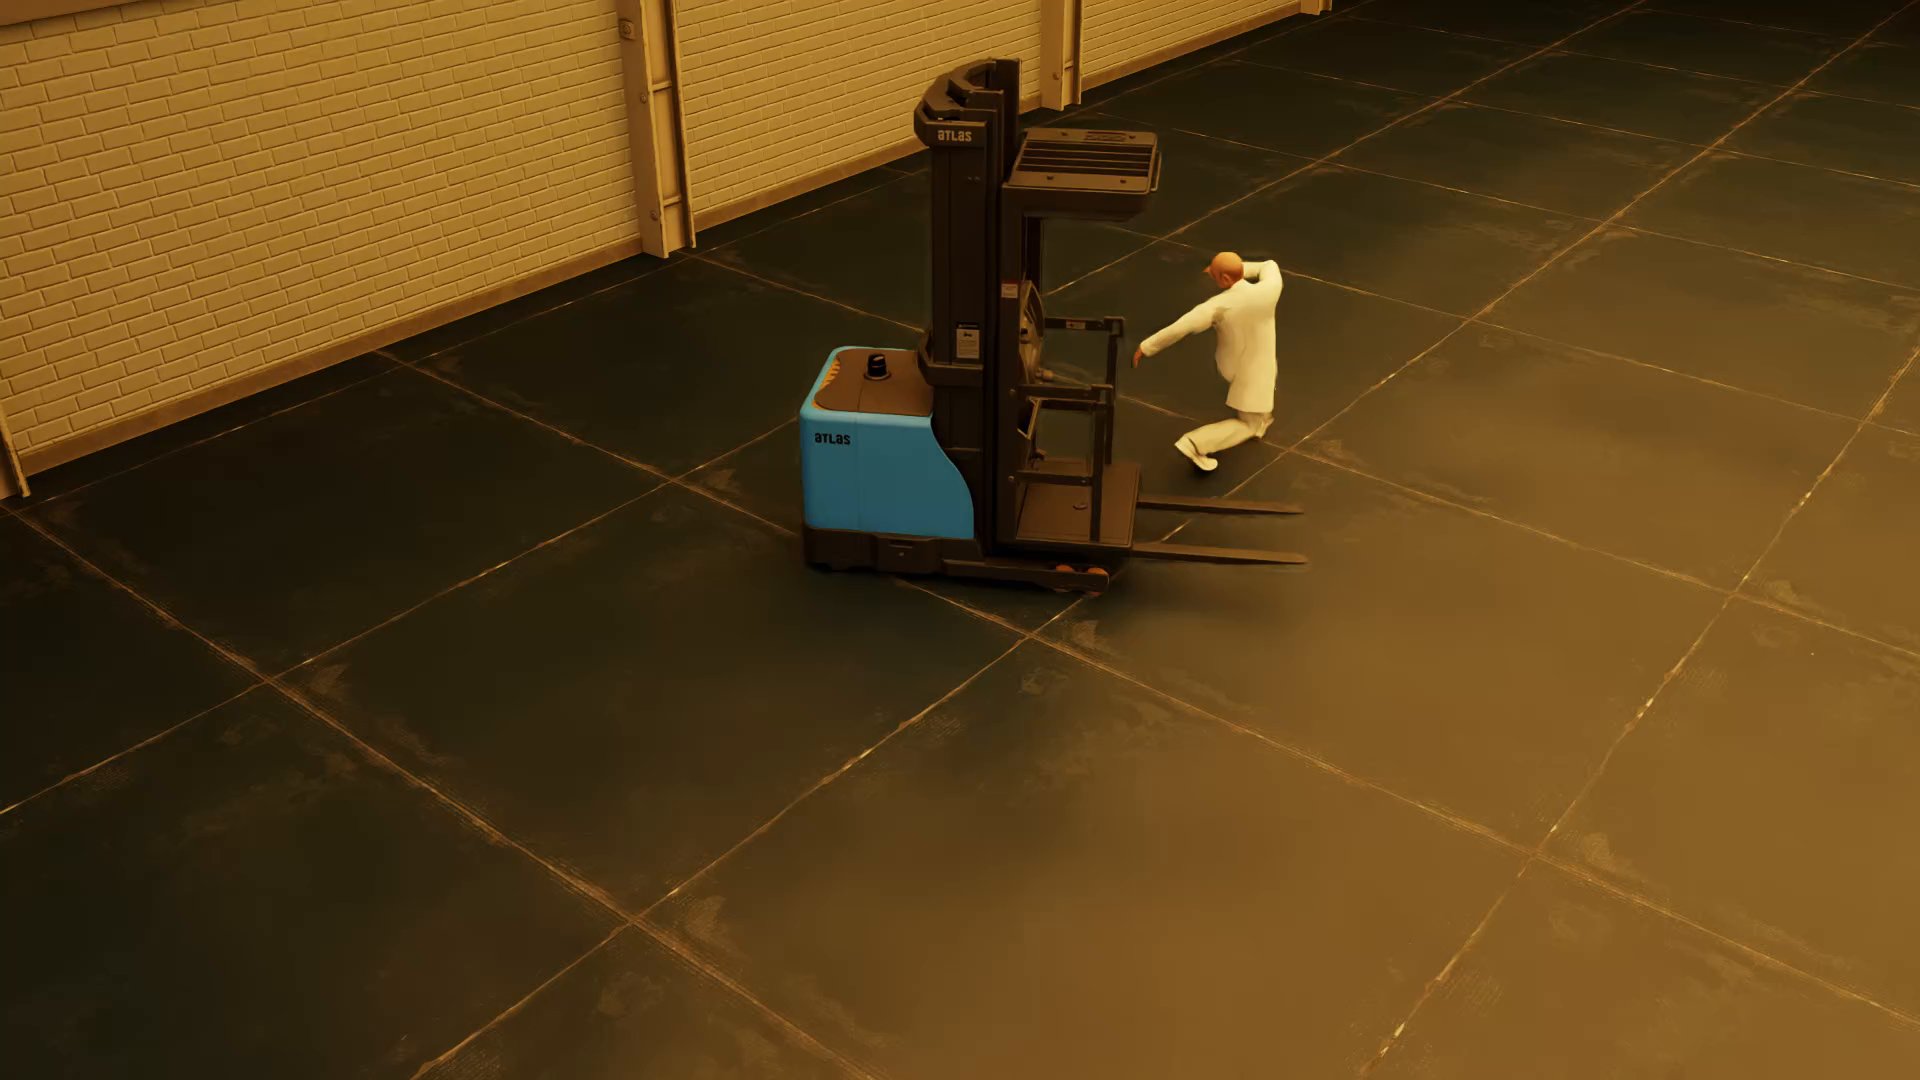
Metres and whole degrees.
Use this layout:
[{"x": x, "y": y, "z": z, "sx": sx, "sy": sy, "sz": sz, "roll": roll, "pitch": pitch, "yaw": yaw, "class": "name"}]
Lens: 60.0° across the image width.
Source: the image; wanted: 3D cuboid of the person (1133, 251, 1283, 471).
[{"x": 1.737, "y": -1.273, "z": 11.229, "sx": 0.877, "sy": 1.499, "sz": 1.048, "roll": 19, "pitch": 35, "yaw": 29, "class": "person"}]

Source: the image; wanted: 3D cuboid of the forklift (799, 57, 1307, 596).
[{"x": 0.604, "y": -1.220, "z": 9.683, "sx": 3.031, "sy": 2.935, "sz": 1.130, "roll": 4, "pitch": 31, "yaw": 7, "class": "forklift"}]
